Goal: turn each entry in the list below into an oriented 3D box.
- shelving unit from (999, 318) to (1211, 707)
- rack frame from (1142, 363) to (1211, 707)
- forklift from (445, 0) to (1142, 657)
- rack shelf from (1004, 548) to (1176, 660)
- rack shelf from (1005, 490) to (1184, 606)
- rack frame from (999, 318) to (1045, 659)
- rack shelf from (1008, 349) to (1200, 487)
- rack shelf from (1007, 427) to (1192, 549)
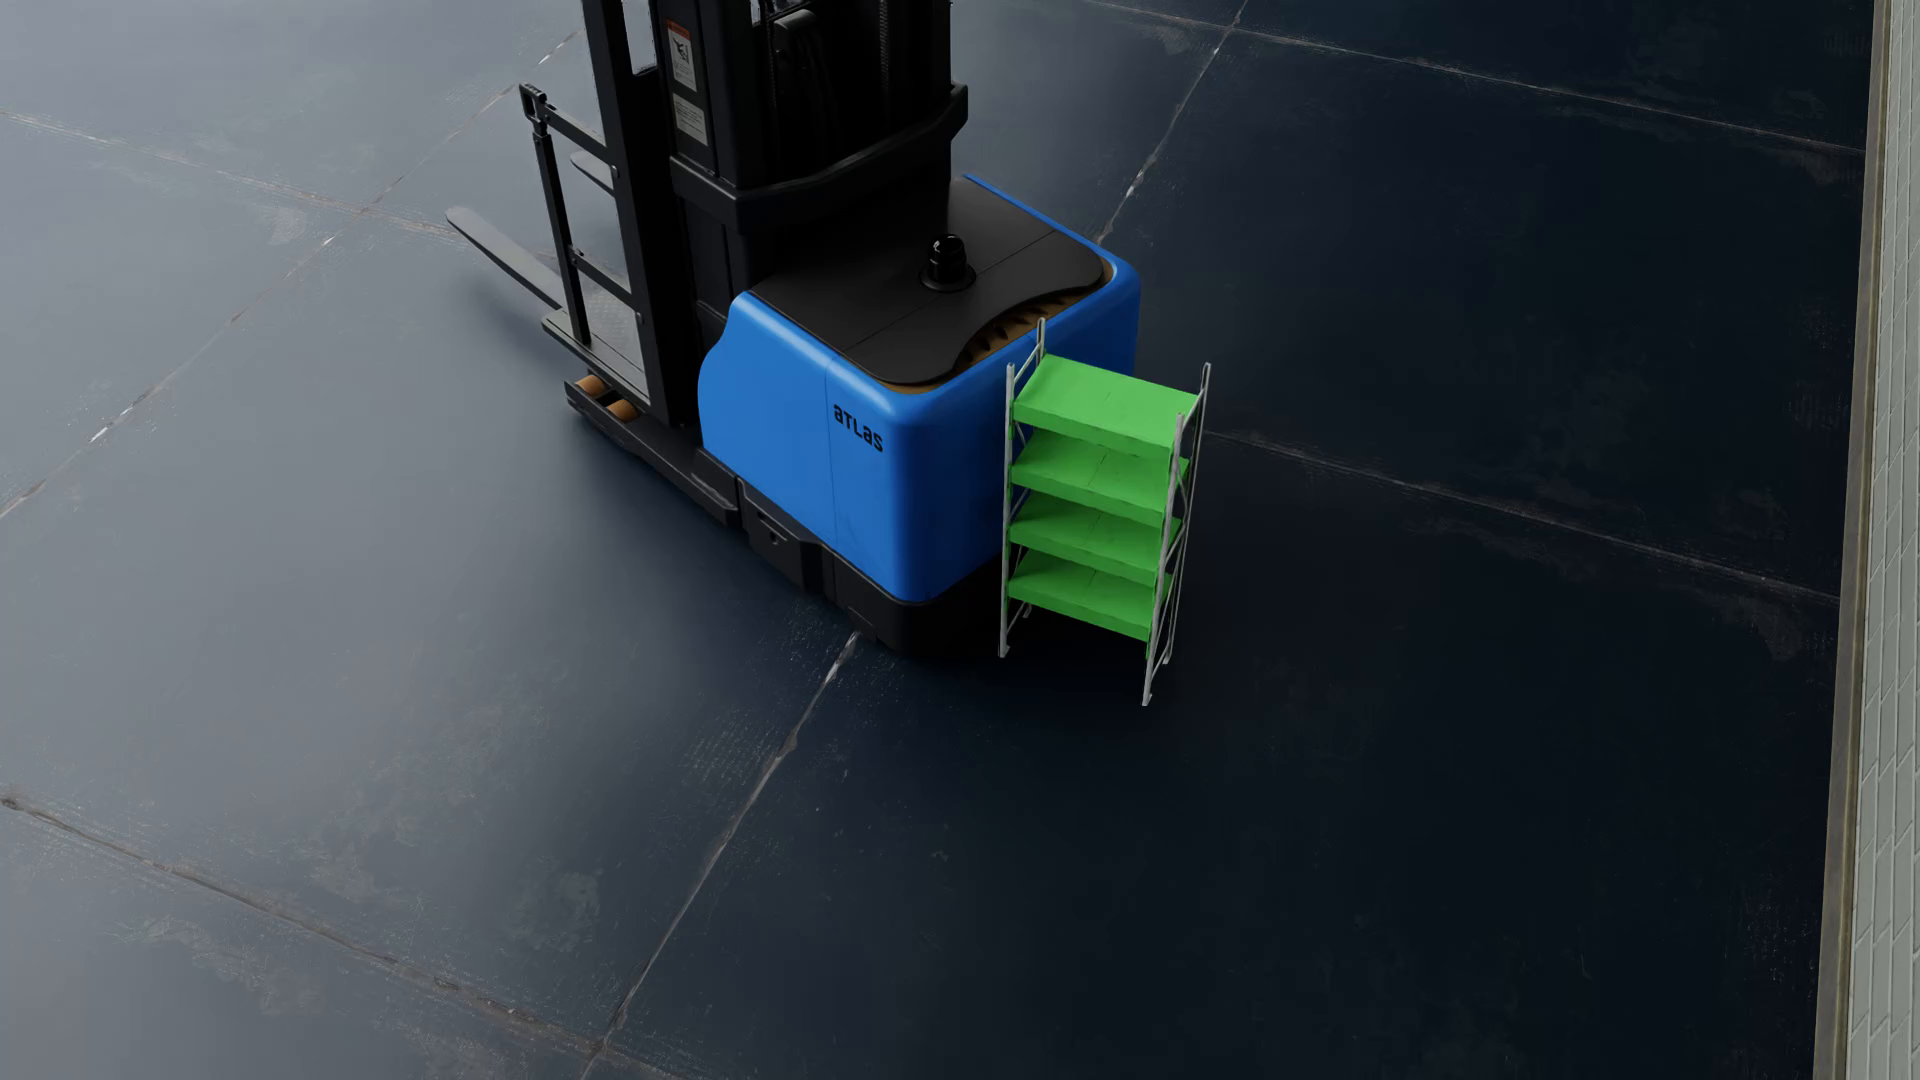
[{"bbox_3d":[0.406,-0.050,4.950,0.503,1.200,0.258,18,48,17],"label":"shelving unit"},{"bbox_3d":[0.628,0.021,4.878,0.015,1.200,0.240,18,48,17],"label":"rack frame"},{"bbox_3d":[-0.812,-1.611,5.291,1.130,2.935,3.031,-34,54,-29],"label":"forklift"},{"bbox_3d":[0.406,0.165,5.164,0.480,0.148,0.258,18,48,17],"label":"rack shelf"},{"bbox_3d":[0.406,-0.005,4.995,0.480,0.148,0.258,18,48,17],"label":"rack shelf"},{"bbox_3d":[0.184,-0.122,5.022,0.015,1.200,0.240,18,48,17],"label":"rack frame"},{"bbox_3d":[0.406,-0.345,4.657,0.480,0.148,0.258,18,48,17],"label":"rack shelf"},{"bbox_3d":[0.406,-0.175,4.826,0.480,0.148,0.258,18,48,17],"label":"rack shelf"}]
